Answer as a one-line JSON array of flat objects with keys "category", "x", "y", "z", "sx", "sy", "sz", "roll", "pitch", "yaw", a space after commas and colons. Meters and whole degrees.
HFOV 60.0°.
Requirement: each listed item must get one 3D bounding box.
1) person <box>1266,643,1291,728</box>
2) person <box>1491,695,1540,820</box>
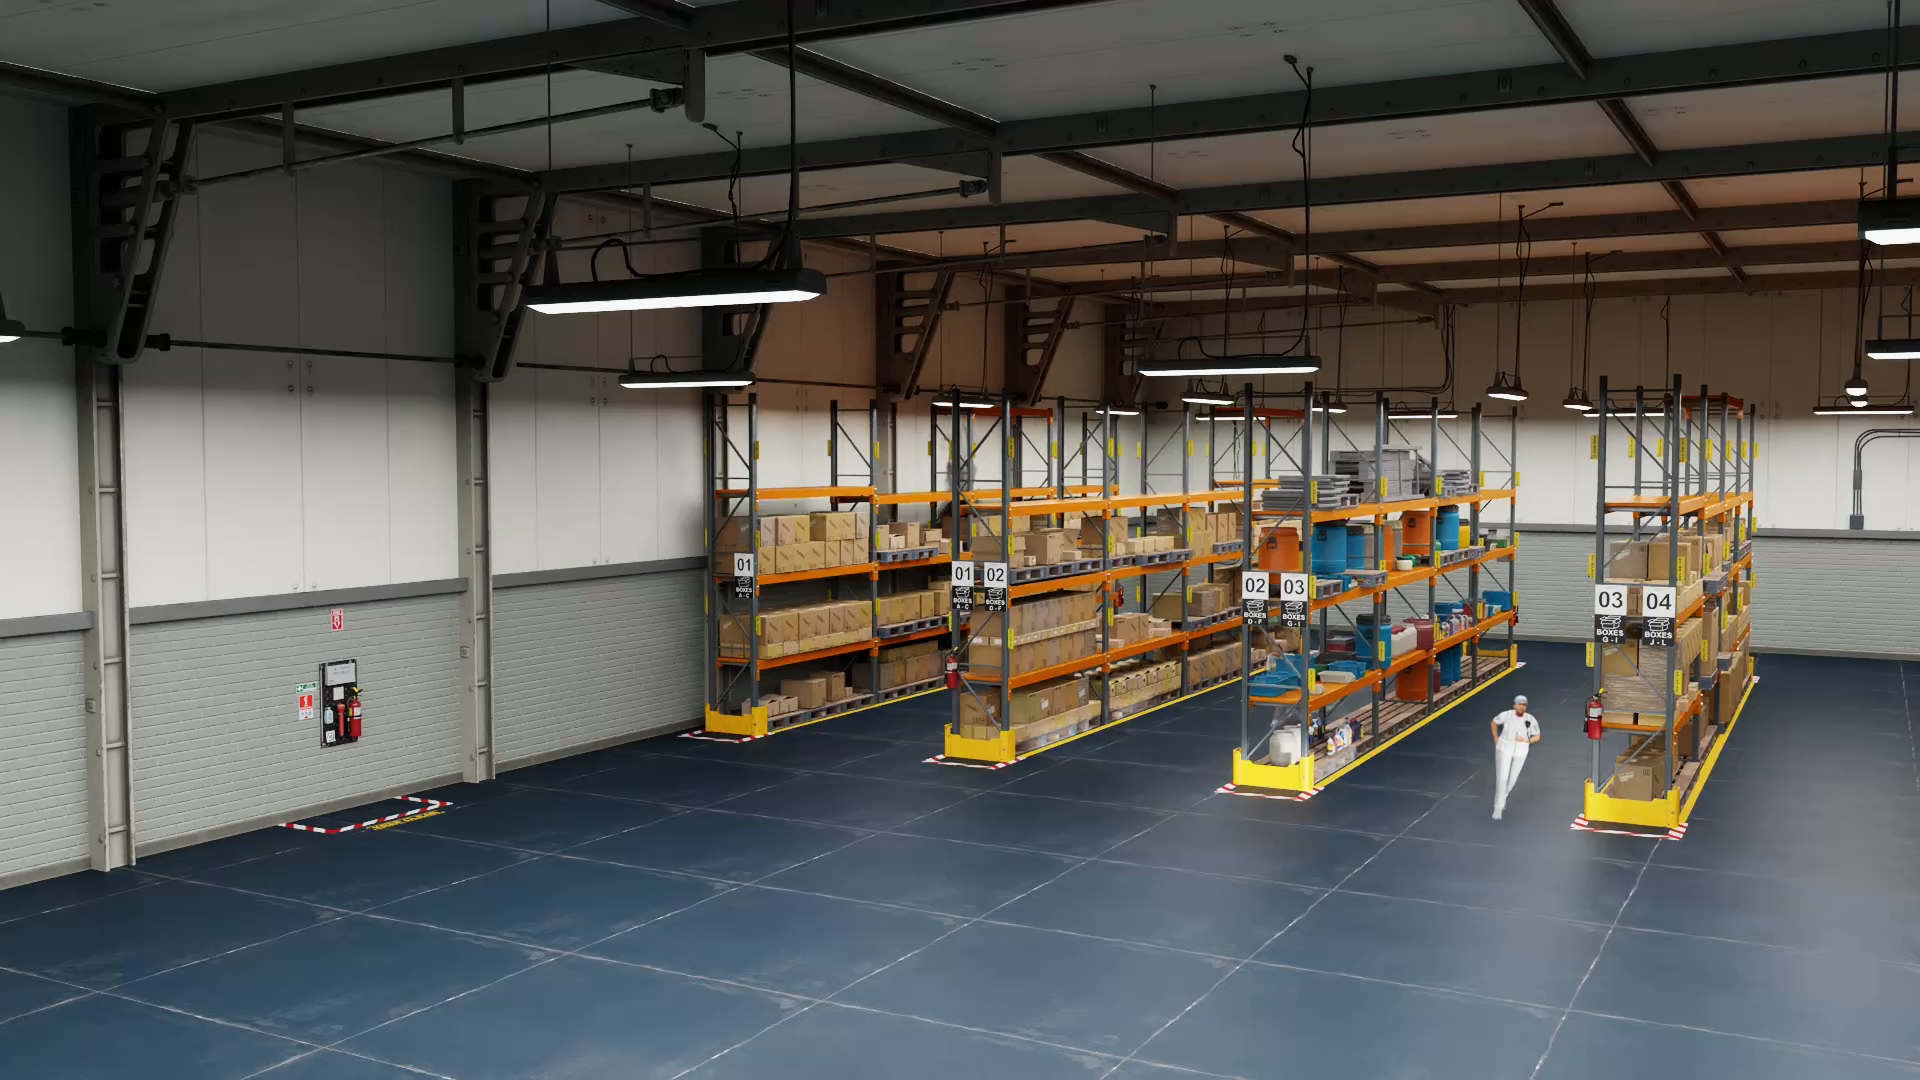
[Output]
[{"category": "person", "x": 5.894, "y": 2.621, "z": 30.329, "sx": 0.572, "sy": 1.547, "sz": 0.916, "roll": 2, "pitch": 4, "yaw": 30}, {"category": "person", "x": 7.598, "y": 2.967, "z": 22.819, "sx": 0.647, "sy": 1.710, "sz": 0.749, "roll": 0, "pitch": 3, "yaw": 8}]
